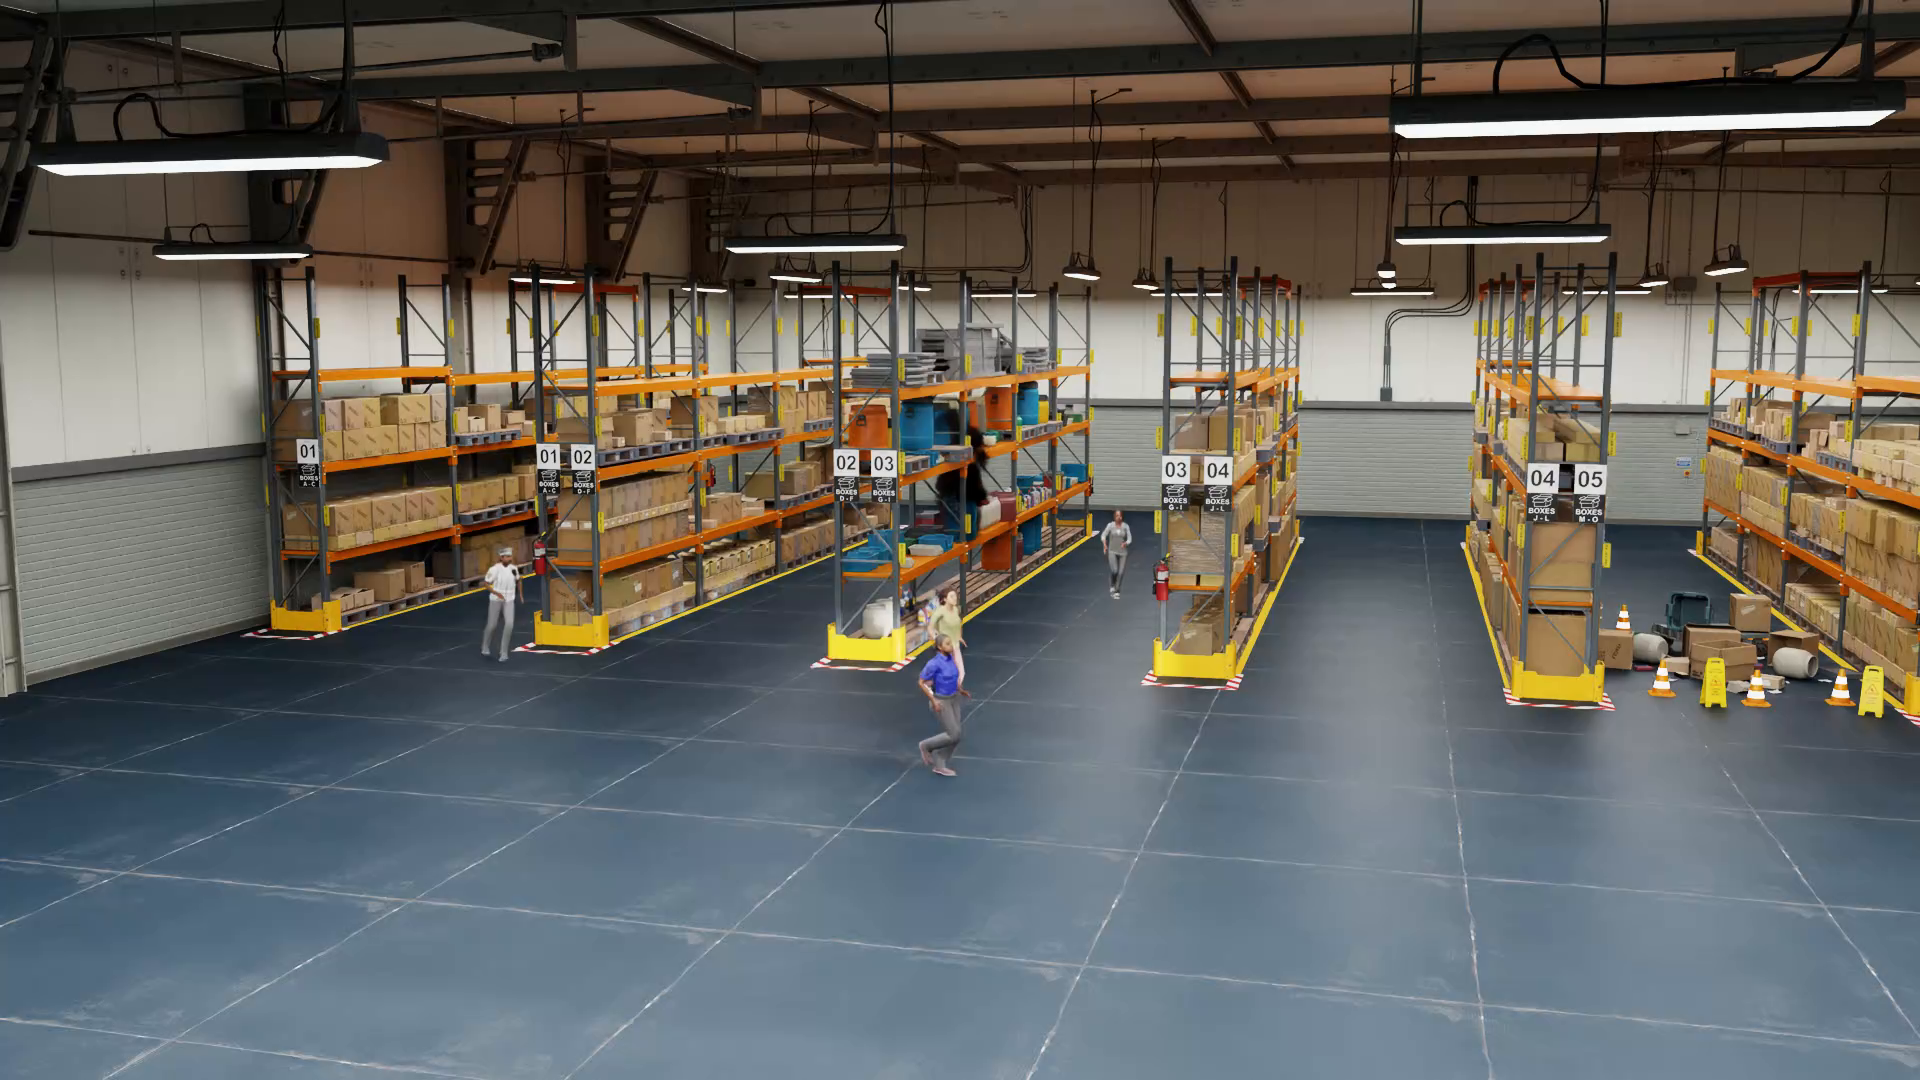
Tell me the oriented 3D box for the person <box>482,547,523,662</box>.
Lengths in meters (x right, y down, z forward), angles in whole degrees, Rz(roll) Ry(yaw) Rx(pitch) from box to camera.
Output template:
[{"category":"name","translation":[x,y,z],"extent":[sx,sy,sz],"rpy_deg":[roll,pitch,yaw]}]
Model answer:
[{"category":"person","translation":[-6.952,0.960,25.375],"extent":[0.646,1.715,0.698],"rpy_deg":[-4,8,-31]}]

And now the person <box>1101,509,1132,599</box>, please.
[{"category":"person","translation":[2.742,0.262,28.998],"extent":[0.522,1.581,0.550],"rpy_deg":[0,7,-3]}]

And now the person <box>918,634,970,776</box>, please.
[{"category":"person","translation":[-0.163,1.854,18.656],"extent":[0.558,1.612,0.574],"rpy_deg":[4,8,30]}]

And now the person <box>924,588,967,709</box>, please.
[{"category":"person","translation":[-0.222,1.419,22.047],"extent":[0.572,1.622,0.623],"rpy_deg":[-7,10,-44]}]
